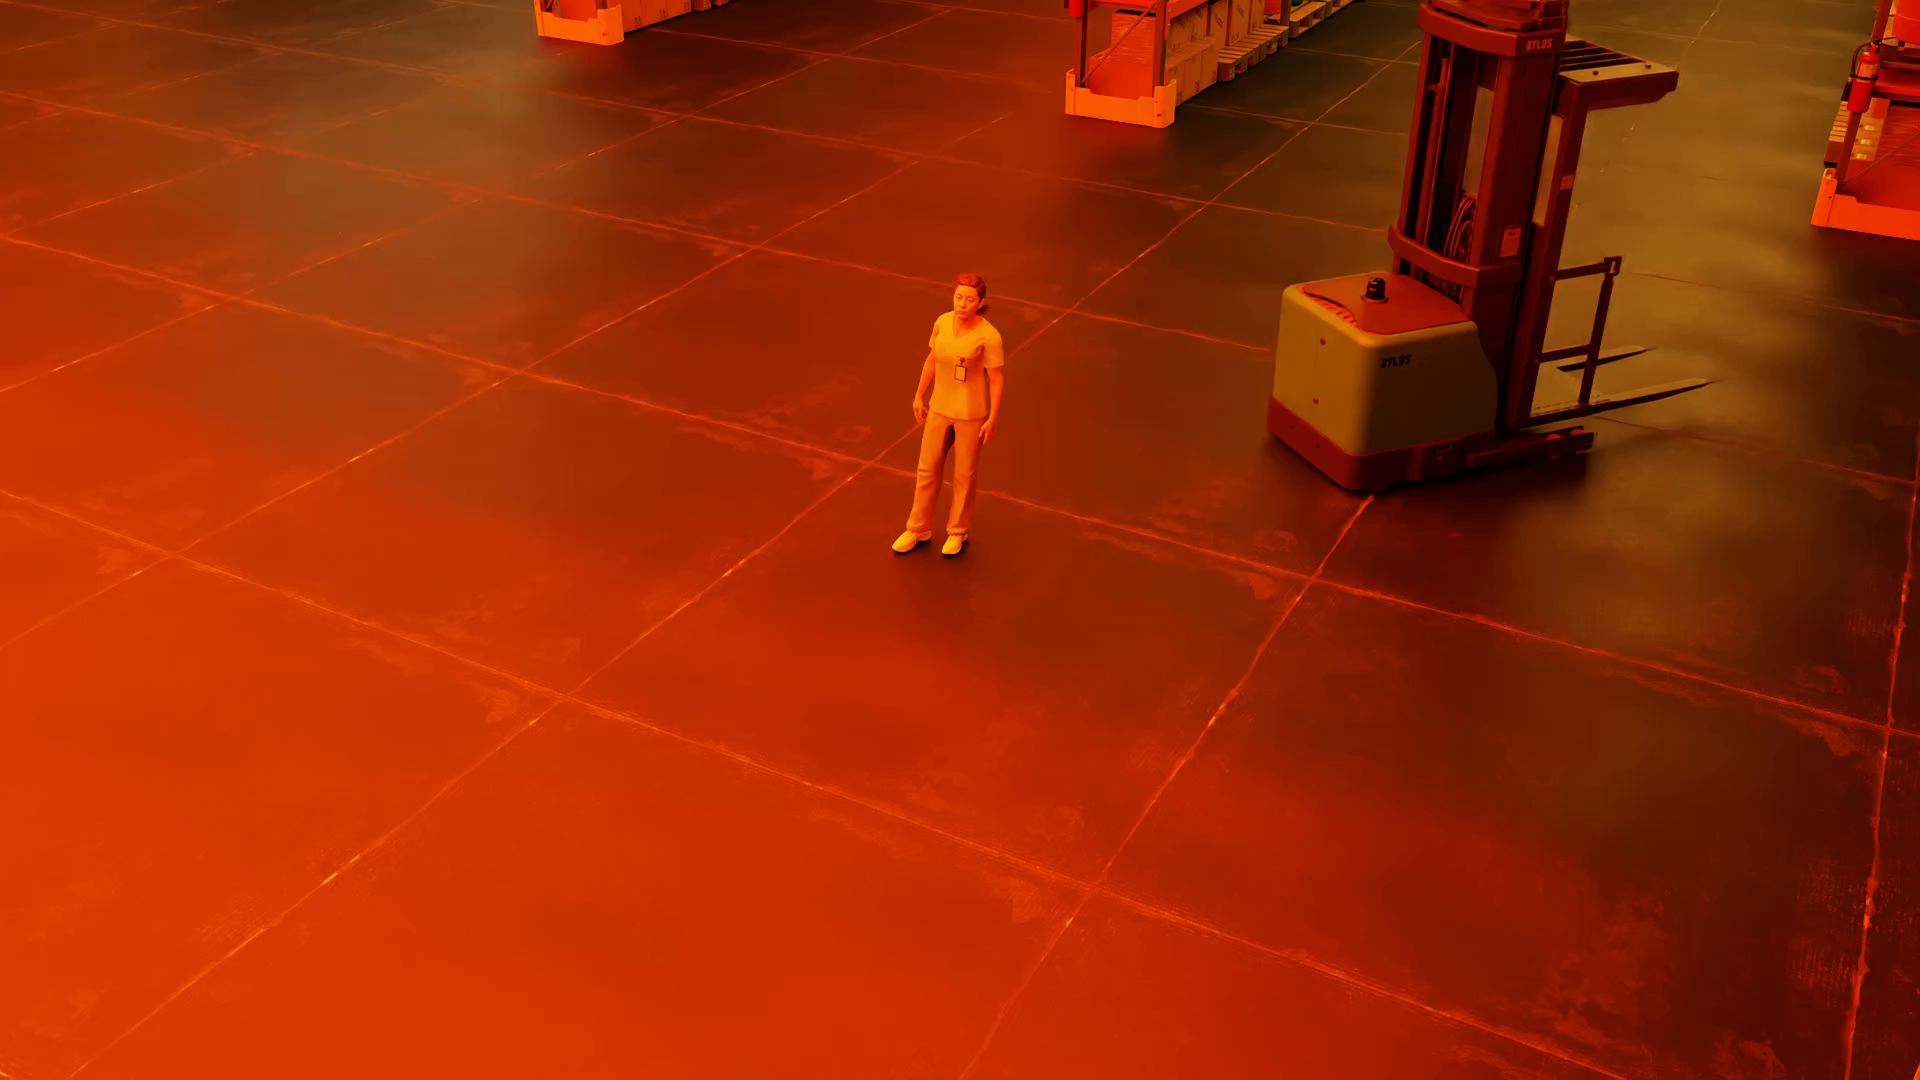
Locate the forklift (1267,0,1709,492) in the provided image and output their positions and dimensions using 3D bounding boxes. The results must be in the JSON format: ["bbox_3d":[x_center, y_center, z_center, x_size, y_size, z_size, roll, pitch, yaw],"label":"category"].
[{"bbox_3d":[3.629,-2.031,10.590,3.031,2.935,1.130,-11,32,-19],"label":"forklift"}]

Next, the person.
[{"bbox_3d":[-0.047,-0.703,9.530,0.549,1.675,0.549,15,33,25],"label":"person"}]
